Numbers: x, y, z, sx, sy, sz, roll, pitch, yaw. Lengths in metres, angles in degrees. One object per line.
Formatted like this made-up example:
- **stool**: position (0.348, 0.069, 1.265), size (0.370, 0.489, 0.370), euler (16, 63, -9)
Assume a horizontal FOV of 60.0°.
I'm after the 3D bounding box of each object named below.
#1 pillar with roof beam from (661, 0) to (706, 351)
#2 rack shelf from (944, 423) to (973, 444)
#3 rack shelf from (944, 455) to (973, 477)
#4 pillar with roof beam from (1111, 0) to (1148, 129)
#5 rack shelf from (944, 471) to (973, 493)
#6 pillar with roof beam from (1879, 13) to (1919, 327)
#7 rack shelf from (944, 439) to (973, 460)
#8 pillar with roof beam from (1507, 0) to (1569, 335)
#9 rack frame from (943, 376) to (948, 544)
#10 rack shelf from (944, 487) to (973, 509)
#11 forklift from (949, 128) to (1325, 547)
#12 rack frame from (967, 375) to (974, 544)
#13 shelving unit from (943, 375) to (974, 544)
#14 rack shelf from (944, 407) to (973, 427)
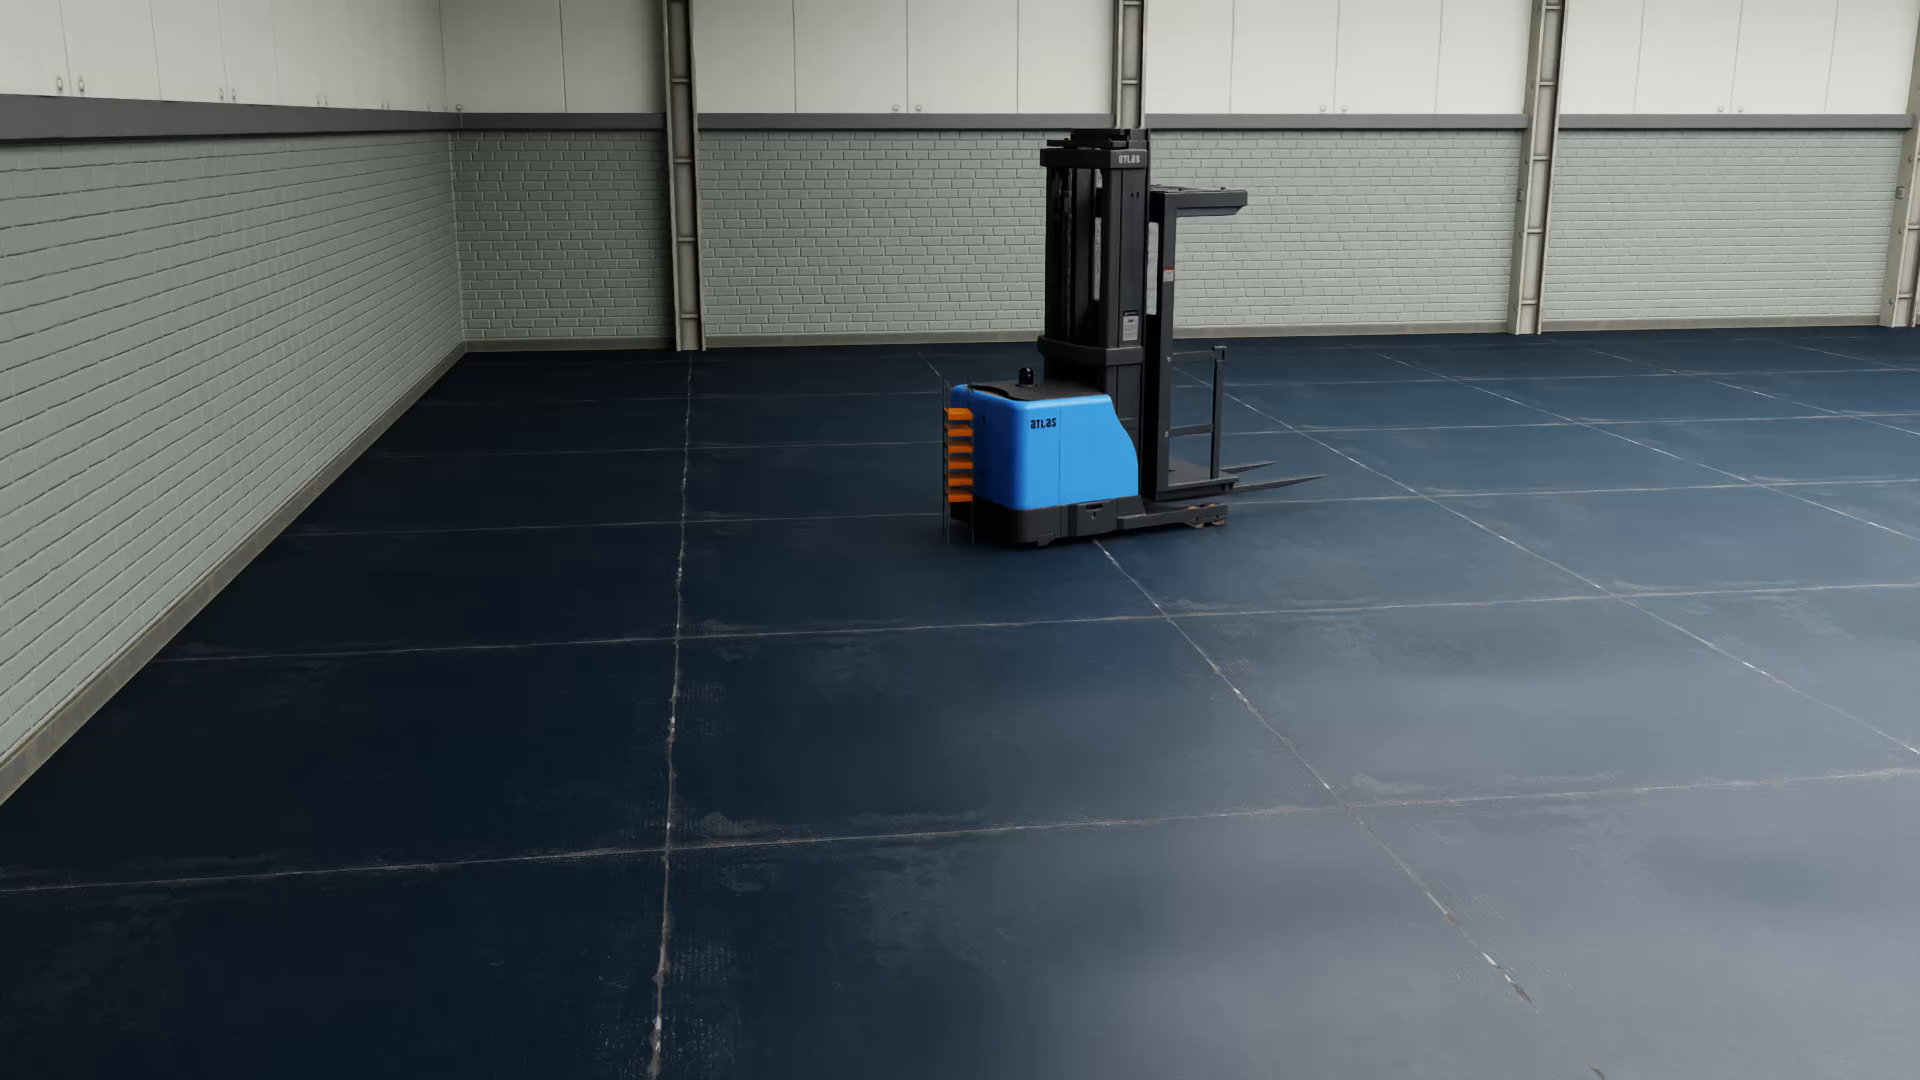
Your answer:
- **pillar with roof beam**: position (-3.003, -5.916, 17.314), size (0.400, 9.000, 9.100), euler (-2, 14, -8)
- **rack shelf**: position (-0.014, -0.771, 12.026), size (0.180, 0.103, 0.258), euler (-2, 14, -8)
- **rack shelf**: position (-0.014, -0.538, 12.085), size (0.180, 0.103, 0.258), euler (-2, 14, -8)
- **pillar with roof beam**: position (2.930, -6.134, 18.181), size (0.400, 9.000, 9.100), euler (-2, 14, -8)
- **rack shelf**: position (-0.014, -0.422, 12.114), size (0.180, 0.103, 0.258), euler (-2, 14, -8)
- **pillar with roof beam**: position (14.796, -6.569, 19.915), size (0.400, 9.000, 9.100), euler (-2, 14, -8)
- **rack shelf**: position (-0.014, -0.655, 12.055), size (0.180, 0.103, 0.258), euler (-2, 14, -8)
- **pillar with roof beam**: position (8.863, -6.351, 19.048), size (0.400, 9.000, 9.100), euler (-2, 14, -8)
- **rack frame**: position (-0.105, -0.578, 12.061), size (0.006, 1.200, 0.240), euler (-2, 14, -8)
- **rack shelf**: position (-0.014, -0.306, 12.143), size (0.180, 0.103, 0.258), euler (-2, 14, -8)
- **forklift**: position (1.456, -1.613, 12.630), size (3.031, 2.935, 1.130), euler (-8, 16, -28)
- **rack frame**: position (0.076, -0.585, 12.087), size (0.006, 1.200, 0.240), euler (-2, 14, -8)
- **shelving unit**: position (-0.014, -0.581, 12.074), size (0.189, 1.200, 0.258), euler (-2, 14, -8)
- **rack shelf**: position (-0.014, -0.888, 11.997), size (0.180, 0.103, 0.258), euler (-2, 14, -8)
